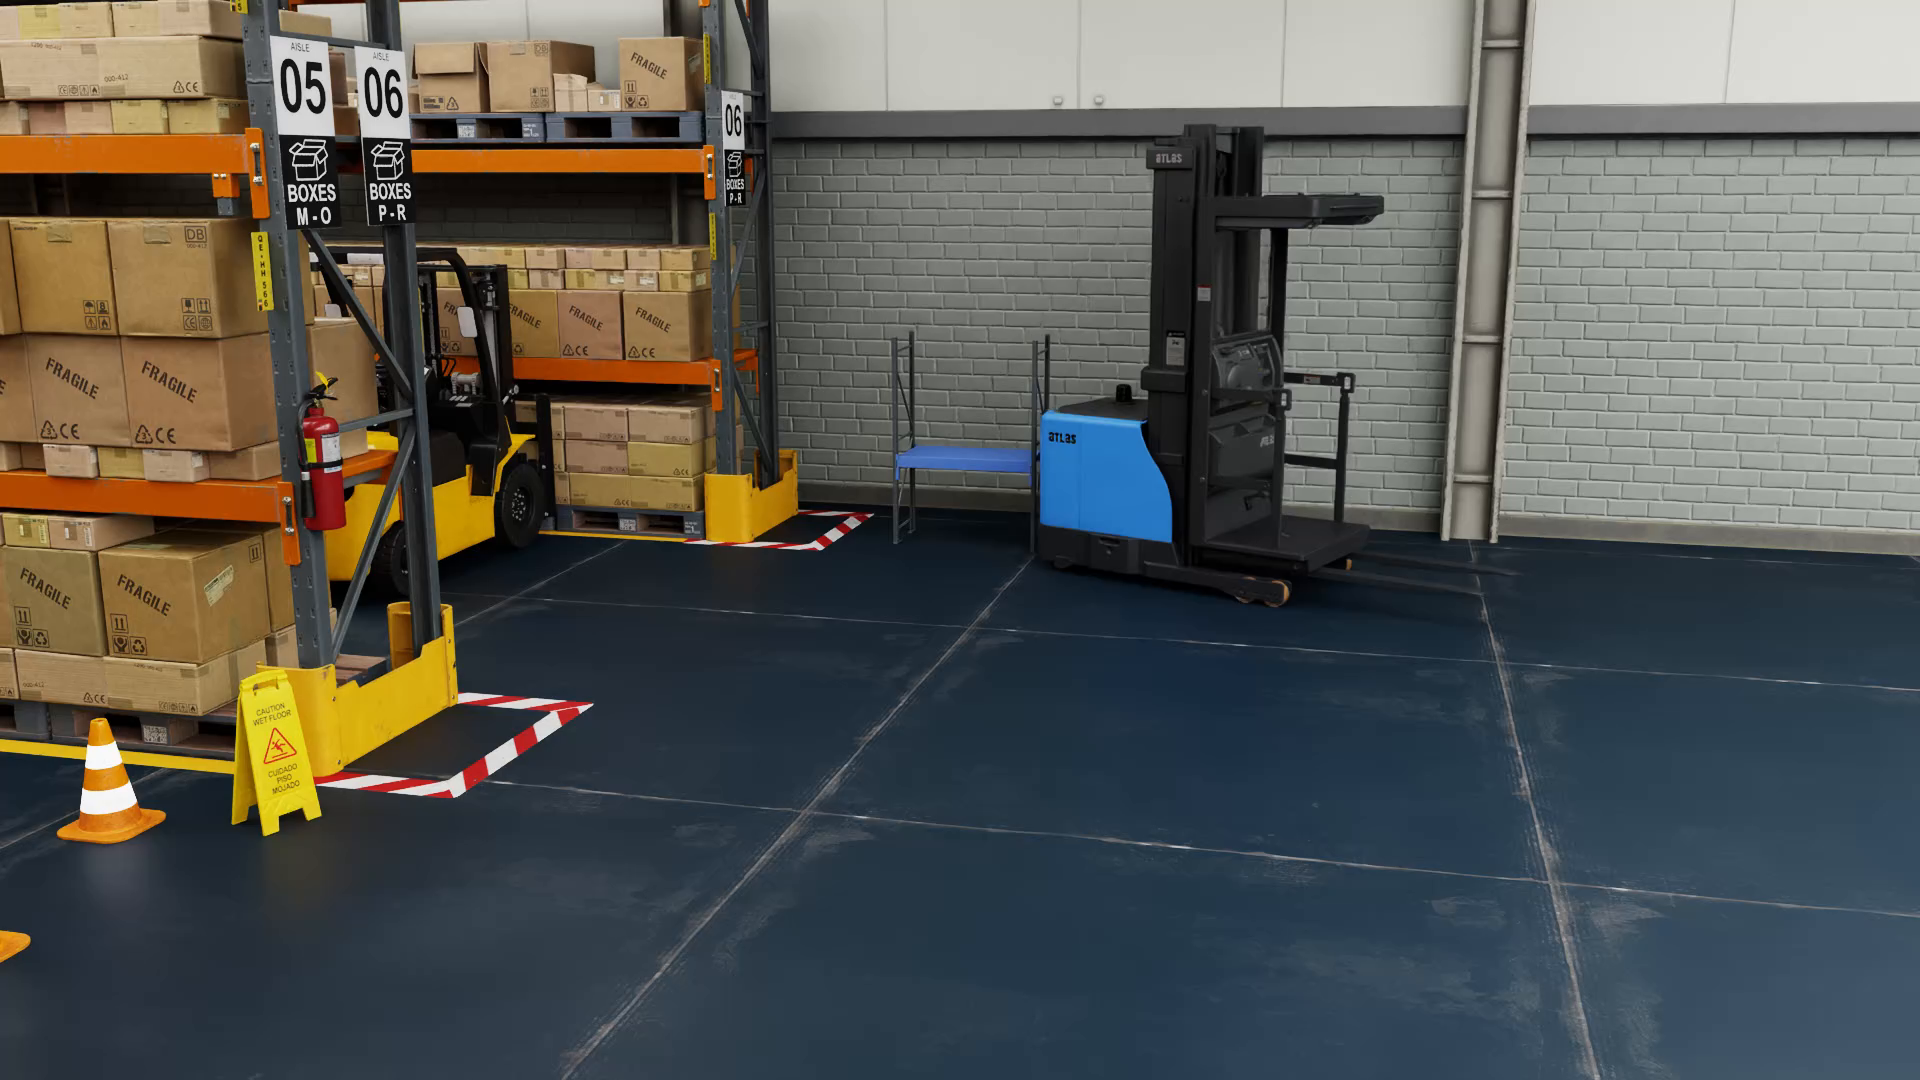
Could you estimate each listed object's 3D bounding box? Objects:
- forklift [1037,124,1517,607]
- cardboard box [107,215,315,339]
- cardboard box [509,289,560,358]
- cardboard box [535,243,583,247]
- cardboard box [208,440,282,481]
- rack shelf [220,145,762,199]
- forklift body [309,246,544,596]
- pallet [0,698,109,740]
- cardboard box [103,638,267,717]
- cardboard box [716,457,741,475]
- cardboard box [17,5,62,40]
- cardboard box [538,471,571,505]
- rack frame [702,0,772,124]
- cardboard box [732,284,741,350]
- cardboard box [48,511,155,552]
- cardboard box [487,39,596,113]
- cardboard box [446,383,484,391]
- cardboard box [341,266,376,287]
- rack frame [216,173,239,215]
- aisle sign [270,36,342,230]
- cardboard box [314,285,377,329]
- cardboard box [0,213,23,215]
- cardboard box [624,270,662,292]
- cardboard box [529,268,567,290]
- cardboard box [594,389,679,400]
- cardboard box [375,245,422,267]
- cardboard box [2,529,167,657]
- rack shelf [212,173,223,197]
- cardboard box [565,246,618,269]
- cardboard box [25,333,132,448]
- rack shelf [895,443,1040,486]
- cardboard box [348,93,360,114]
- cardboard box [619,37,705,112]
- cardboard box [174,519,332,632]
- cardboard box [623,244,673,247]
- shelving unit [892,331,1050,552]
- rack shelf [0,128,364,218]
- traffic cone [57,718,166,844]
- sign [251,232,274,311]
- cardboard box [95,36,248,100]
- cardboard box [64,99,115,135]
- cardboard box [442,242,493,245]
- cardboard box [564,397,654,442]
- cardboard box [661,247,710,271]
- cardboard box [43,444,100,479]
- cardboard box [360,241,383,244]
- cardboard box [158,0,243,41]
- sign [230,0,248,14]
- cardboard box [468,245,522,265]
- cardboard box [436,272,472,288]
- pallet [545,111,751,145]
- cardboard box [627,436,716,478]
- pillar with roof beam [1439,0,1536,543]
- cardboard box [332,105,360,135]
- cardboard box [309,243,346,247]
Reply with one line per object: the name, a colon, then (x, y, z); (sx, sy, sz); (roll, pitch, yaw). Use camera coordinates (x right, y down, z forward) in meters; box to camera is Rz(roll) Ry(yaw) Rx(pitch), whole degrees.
forklift: (2.024, -1.143, 10.617); (3.031, 2.935, 1.130); (9, 15, 34)
cardboard box: (-3.333, -1.190, 7.446); (0.500, 0.500, 0.700); (3, 13, 12)
cardboard box: (-3.138, -1.646, 12.495); (0.500, 0.500, 0.500); (3, 13, 12)
cardboard box: (-3.109, -2.234, 12.964); (0.250, 0.149, 0.380); (3, 13, 12)
cardboard box: (-3.199, -0.379, 7.597); (0.250, 0.149, 0.380); (4, 13, 15)
rack shelf: (-3.540, -2.788, 12.611); (4.000, 0.370, 1.077); (3, 13, 14)
forklift body: (-3.877, -0.872, 11.197); (1.214, 2.155, 2.313); (3, 13, 14)
pallet: (-4.819, 0.717, 8.515); (1.213, 0.211, 1.003); (3, 13, 14)
cardboard box: (-3.657, 0.624, 7.877); (0.500, 0.250, 0.500); (3, 13, 13)
cardboard box: (-2.029, -0.500, 12.943); (0.500, 0.250, 0.500); (3, 13, 14)
cardboard box: (-3.911, -2.269, 7.347); (0.250, 0.149, 0.380); (3, 13, 14)
cardboard box: (-3.095, -0.447, 12.704); (0.500, 0.250, 0.500); (3, 13, 14)
rack frame: (-1.599, -4.500, 11.741); (0.127, 3.000, 1.000); (3, 13, 14)
cardboard box: (-2.013, -1.704, 12.759); (0.500, 0.500, 0.500); (3, 13, 15)
cardboard box: (-3.997, -0.064, 7.748); (0.250, 0.149, 0.380); (3, 13, 15)
cardboard box: (-3.057, -3.384, 12.205); (0.500, 0.500, 0.700); (3, 13, 14)
cardboard box: (-3.975, -1.093, 13.303); (0.500, 0.250, 0.500); (3, 13, 14)
cardboard box: (-4.503, -2.023, 12.699); (0.250, 0.149, 0.380); (3, 13, 15)
rack frame: (-5.482, -1.779, 13.326); (0.127, 3.000, 1.000); (3, 13, 14)
aisle sign: (-2.794, -1.732, 7.114); (0.004, 0.787, 0.394); (3, 13, 14)
cardboard box: (-4.604, -1.726, 12.858); (0.500, 0.500, 0.500); (3, 13, 15)
cardboard box: (-4.793, -1.278, 7.842); (0.500, 0.500, 0.700); (3, 13, 13)
cardboard box: (-2.258, -1.903, 12.156); (0.250, 0.149, 0.380); (3, 13, 14)
cardboard box: (-3.003, -1.948, 12.362); (0.250, 0.149, 0.380); (3, 13, 12)
cardboard box: (-2.506, -1.012, 12.940); (0.500, 0.250, 0.500); (3, 13, 14)
cardboard box: (-4.235, -2.162, 12.637); (0.250, 0.149, 0.380); (3, 13, 13)
cardboard box: (-4.132, 0.231, 7.915); (0.500, 0.500, 0.500); (4, 13, 16)
rack shelf: (-7.424, -2.996, 13.547); (4.000, 0.370, 1.077); (3, 13, 14)
cardboard box: (-2.728, -2.099, 12.354); (0.250, 0.149, 0.380); (3, 13, 14)
cardboard box: (-3.862, -0.718, 7.629); (0.500, 0.500, 0.500); (3, 13, 14)
rack shelf: (0.083, -0.552, 12.090); (1.000, 0.185, 0.538); (3, 13, 14)
cardboard box: (-4.373, -3.247, 12.399); (0.250, 0.149, 0.380); (3, 13, 15)
cardboard box: (-2.087, -3.310, 11.871); (0.500, 0.500, 0.500); (3, 13, 15)
cardboard box: (-3.524, 0.143, 8.312); (0.500, 0.500, 0.500); (3, 13, 12)
cardboard box: (-2.379, -2.176, 12.700); (0.250, 0.149, 0.380); (3, 13, 15)
shelving unit: (0.083, -0.728, 12.051); (1.048, 1.500, 0.538); (3, 13, 14)
rack shelf: (-4.726, -1.744, 7.906); (4.000, 0.370, 1.077); (3, 13, 14)
traffic cone: (-3.511, 0.960, 6.837); (0.334, 0.463, 0.336); (3, 13, 14)
sign: (-2.937, -1.131, 7.004); (0.005, 0.325, 0.100); (3, 13, 14)
cardboard box: (-3.346, -2.033, 7.208); (0.500, 0.250, 0.500); (3, 13, 13)
cardboard box: (-3.697, -1.856, 7.327); (0.250, 0.149, 0.380); (3, 13, 15)
cardboard box: (-3.864, -2.263, 13.094); (0.250, 0.149, 0.380); (3, 13, 13)
cardboard box: (-2.618, -0.906, 12.460); (0.500, 0.250, 0.500); (3, 13, 15)
cardboard box: (-1.997, -2.056, 12.161); (0.250, 0.149, 0.380); (3, 13, 14)
cardboard box: (-3.972, -0.394, 7.663); (0.250, 0.149, 0.380); (3, 13, 15)
cardboard box: (-4.606, -2.304, 13.277); (0.250, 0.149, 0.380); (3, 13, 13)
cardboard box: (-3.183, -2.214, 7.100); (0.250, 0.149, 0.380); (3, 13, 14)
sign: (-2.937, -2.308, 6.743); (0.005, 0.325, 0.100); (3, 13, 14)
cardboard box: (-3.488, -2.135, 12.514); (0.250, 0.149, 0.380); (3, 13, 14)
cardboard box: (-3.739, -1.988, 12.540); (0.250, 0.149, 0.380); (3, 13, 12)
pallet: (-2.279, -3.035, 12.265); (1.213, 0.211, 1.003); (3, 13, 14)
cardboard box: (-2.146, -0.637, 12.406); (0.500, 0.250, 0.500); (3, 13, 13)
pillar with roof beam: (2.735, -3.509, 7.274); (0.400, 9.000, 9.100); (3, 13, 14)
cardboard box: (-3.029, -1.954, 7.772); (0.250, 0.149, 0.380); (3, 13, 14)
cardboard box: (-4.964, -2.220, 12.898); (0.250, 0.149, 0.380); (3, 13, 14)
